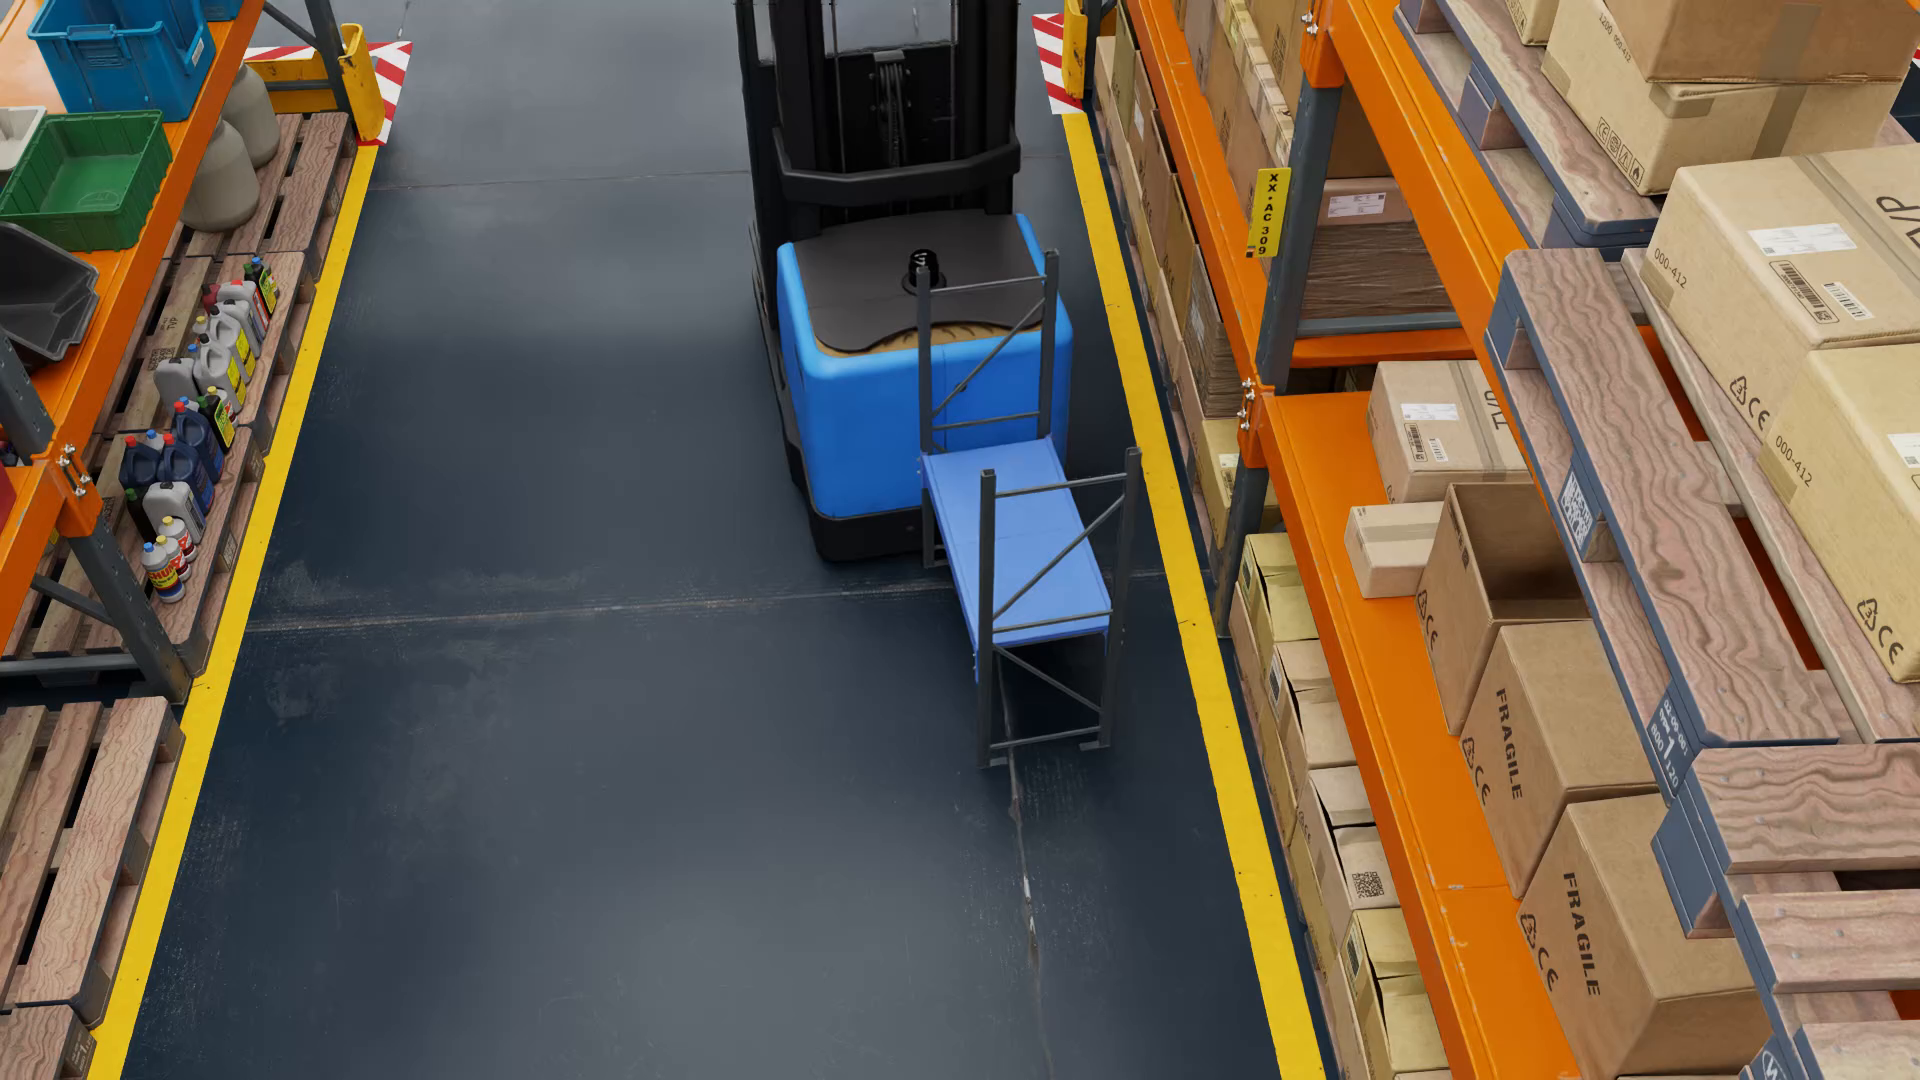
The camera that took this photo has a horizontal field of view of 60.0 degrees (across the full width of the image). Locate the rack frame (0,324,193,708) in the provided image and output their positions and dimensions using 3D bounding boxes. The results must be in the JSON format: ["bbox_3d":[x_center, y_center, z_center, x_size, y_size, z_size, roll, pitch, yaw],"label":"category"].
[{"bbox_3d":[-3.435,-0.416,5.215,1.000,3.000,0.127,-3,47,-3],"label":"rack frame"}]

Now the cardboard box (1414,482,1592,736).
[{"bbox_3d":[1.593,0.189,4.573,0.500,0.500,0.500,0,47,0],"label":"cardboard box"}]

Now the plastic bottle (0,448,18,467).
[{"bbox_3d":[-3.792,-0.244,6.573,0.144,0.351,0.185,-6,47,-5],"label":"plastic bottle"}]

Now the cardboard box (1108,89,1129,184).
[{"bbox_3d":[1.035,-2.045,8.362,0.500,0.250,0.500,-3,47,-3],"label":"cardboard box"}]

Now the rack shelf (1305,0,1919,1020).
[{"bbox_3d":[1.669,-0.052,3.299,1.077,0.370,4.000,-3,47,-3],"label":"rack shelf"}]

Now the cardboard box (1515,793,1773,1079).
[{"bbox_3d":[1.679,0.932,3.869,0.500,0.500,0.500,-6,47,-5],"label":"cardboard box"}]

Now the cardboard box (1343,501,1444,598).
[{"bbox_3d":[1.372,0.025,4.970,0.380,0.149,0.250,-3,47,-3],"label":"cardboard box"}]

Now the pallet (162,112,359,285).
[{"bbox_3d":[-3.654,-1.711,8.362,1.003,0.211,1.213,-3,47,-3],"label":"pallet"}]

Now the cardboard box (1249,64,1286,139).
[{"bbox_3d":[1.222,-1.524,5.749,0.380,0.149,0.250,-5,47,-4],"label":"cardboard box"}]

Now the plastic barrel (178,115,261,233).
[{"bbox_3d":[-3.597,-1.765,7.917,0.421,0.512,0.421,0,47,0],"label":"plastic barrel"}]

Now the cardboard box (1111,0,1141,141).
[{"bbox_3d":[1.033,-2.302,8.089,0.500,0.500,0.500,-3,47,-3],"label":"cardboard box"}]

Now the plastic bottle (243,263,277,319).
[{"bbox_3d":[-3.151,-1.142,7.470,0.061,0.283,0.133,-2,47,-2],"label":"plastic bottle"}]

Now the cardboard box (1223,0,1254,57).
[{"bbox_3d":[1.182,-1.892,6.097,0.380,0.149,0.250,-4,47,-3],"label":"cardboard box"}]

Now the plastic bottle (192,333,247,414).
[{"bbox_3d":[-3.140,-0.710,7.015,0.144,0.351,0.185,-4,47,-4],"label":"plastic bottle"}]

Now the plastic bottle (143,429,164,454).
[{"bbox_3d":[-3.221,-0.336,6.715,0.097,0.271,0.097,0,47,0],"label":"plastic bottle"}]

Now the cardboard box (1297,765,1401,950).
[{"bbox_3d":[1.369,0.945,5.144,0.500,0.311,0.500,-5,47,-5],"label":"cardboard box"}]

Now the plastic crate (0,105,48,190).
[{"bbox_3d":[-3.823,-1.485,6.409,0.530,0.136,0.437,-3,47,-3],"label":"plastic crate"}]

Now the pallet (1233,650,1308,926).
[{"bbox_3d":[1.602,0.775,6.007,1.003,0.211,1.213,-3,47,-3],"label":"pallet"}]

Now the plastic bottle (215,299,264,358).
[{"bbox_3d":[-3.174,-0.939,7.282,0.152,0.276,0.135,-5,47,-4],"label":"plastic bottle"}]

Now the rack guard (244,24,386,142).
[{"bbox_3d":[-3.717,-2.399,8.814,1.175,0.500,0.348,-3,47,-3],"label":"rack guard"}]

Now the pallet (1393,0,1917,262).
[{"bbox_3d":[1.588,-1.043,3.874,0.805,0.209,1.217,-5,47,-5],"label":"pallet"}]

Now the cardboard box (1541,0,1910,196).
[{"bbox_3d":[1.592,-0.995,3.511,0.500,0.250,0.500,-8,47,-7],"label":"cardboard box"}]

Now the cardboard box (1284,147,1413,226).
[{"bbox_3d":[1.265,-1.156,5.400,0.380,0.149,0.250,-4,47,-3],"label":"cardboard box"}]

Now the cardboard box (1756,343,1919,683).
[{"bbox_3d":[1.644,-0.063,2.628,0.500,0.250,0.500,-4,47,-4],"label":"cardboard box"}]

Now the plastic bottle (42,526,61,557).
[{"bbox_3d":[-3.632,-0.114,6.450,0.144,0.351,0.185,-3,47,-3],"label":"plastic bottle"}]

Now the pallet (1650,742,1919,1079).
[{"bbox_3d":[1.690,0.727,2.196,1.213,0.211,1.003,-2,47,-1],"label":"pallet"}]

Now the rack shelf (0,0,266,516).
[{"bbox_3d":[-3.602,-1.616,6.847,1.077,0.370,4.000,-3,47,-3],"label":"rack shelf"}]

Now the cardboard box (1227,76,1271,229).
[{"bbox_3d":[1.407,-1.451,6.126,0.700,0.500,0.500,-4,47,-4],"label":"cardboard box"}]

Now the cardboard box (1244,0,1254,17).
[{"bbox_3d":[1.373,-2.244,5.983,0.700,0.500,0.500,-4,47,-3],"label":"cardboard box"}]

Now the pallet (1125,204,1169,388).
[{"bbox_3d":[1.371,-1.219,7.895,1.003,0.211,1.213,-3,47,-3],"label":"pallet"}]

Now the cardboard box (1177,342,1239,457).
[{"bbox_3d":[1.213,-0.598,6.992,0.500,0.250,0.500,-3,47,-3],"label":"cardboard box"}]

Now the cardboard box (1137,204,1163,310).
[{"bbox_3d":[1.114,-1.321,7.676,0.500,0.250,0.500,-3,47,-3],"label":"cardboard box"}]

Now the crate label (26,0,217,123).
[{"bbox_3d":[-3.346,-2.007,6.697,0.502,0.435,0.616,-3,47,-3],"label":"crate label"}]

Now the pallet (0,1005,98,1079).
[{"bbox_3d":[-3.225,1.993,4.854,1.003,0.211,1.213,-3,47,-3],"label":"pallet"}]

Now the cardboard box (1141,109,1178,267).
[{"bbox_3d":[1.113,-1.579,7.404,0.500,0.500,0.500,-3,47,-3],"label":"cardboard box"}]

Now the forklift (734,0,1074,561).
[{"bbox_3d":[-0.368,-2.012,6.774,1.130,2.935,3.031,-9,47,-8],"label":"forklift"}]

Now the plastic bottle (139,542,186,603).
[{"bbox_3d":[-3.025,0.113,6.289,0.097,0.271,0.097,0,47,0],"label":"plastic bottle"}]

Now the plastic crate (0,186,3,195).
[{"bbox_3d":[-3.798,-1.149,6.012,0.499,0.251,0.616,-3,47,-3],"label":"plastic crate"}]

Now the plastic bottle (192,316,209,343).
[{"bbox_3d":[-3.297,-0.892,7.290,0.097,0.201,0.097,0,47,0],"label":"plastic bottle"}]

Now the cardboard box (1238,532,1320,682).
[{"bbox_3d":[1.288,0.208,5.842,0.500,0.311,0.500,-3,47,-3],"label":"cardboard box"}]

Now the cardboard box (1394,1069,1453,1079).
[{"bbox_3d":[1.457,1.683,4.445,0.500,0.311,0.500,-4,47,-4],"label":"cardboard box"}]

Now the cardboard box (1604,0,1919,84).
[{"bbox_3d":[1.584,-1.238,3.224,0.500,0.500,0.500,1,47,1],"label":"cardboard box"}]

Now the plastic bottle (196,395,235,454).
[{"bbox_3d":[-3.077,-0.501,6.863,0.061,0.283,0.133,-2,47,-2],"label":"plastic bottle"}]

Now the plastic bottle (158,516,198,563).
[{"bbox_3d":[-3.042,-0.010,6.454,0.097,0.201,0.097,0,47,0],"label":"plastic bottle"}]

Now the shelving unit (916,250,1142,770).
[{"bbox_3d":[0.203,-0.084,5.933,0.538,1.500,1.048,-9,47,-8],"label":"shelving unit"}]

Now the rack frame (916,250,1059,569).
[{"bbox_3d":[0.097,-0.445,6.275,0.500,1.500,0.032,-9,47,-8],"label":"rack frame"}]

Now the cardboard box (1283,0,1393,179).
[{"bbox_3d":[1.458,-1.516,5.294,0.700,0.500,0.500,-3,47,-3],"label":"cardboard box"}]

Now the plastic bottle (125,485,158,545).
[{"bbox_3d":[-3.185,-0.116,6.498,0.061,0.283,0.133,-3,47,-3],"label":"plastic bottle"}]

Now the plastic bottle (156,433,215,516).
[{"bbox_3d":[-3.089,-0.266,6.594,0.144,0.351,0.185,-2,47,-2],"label":"plastic bottle"}]

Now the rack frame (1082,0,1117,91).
[{"bbox_3d":[1.166,-3.609,8.238,1.000,3.000,0.127,-3,47,-3],"label":"rack frame"}]

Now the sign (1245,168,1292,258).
[{"bbox_3d":[0.948,-1.005,5.121,0.100,0.325,0.005,-3,47,-3],"label":"sign"}]

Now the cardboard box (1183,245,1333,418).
[{"bbox_3d":[1.214,-0.856,6.720,0.500,0.500,0.500,-3,47,-3],"label":"cardboard box"}]

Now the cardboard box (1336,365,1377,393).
[{"bbox_3d":[1.775,-0.526,6.407,0.500,0.500,0.500,-3,47,-3],"label":"cardboard box"}]

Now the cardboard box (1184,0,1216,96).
[{"bbox_3d":[1.325,-2.185,6.821,0.700,0.500,0.500,-2,47,-2],"label":"cardboard box"}]

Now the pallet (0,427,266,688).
[{"bbox_3d":[-3.450,0.054,6.690,1.003,0.211,1.213,-3,47,-3],"label":"pallet"}]

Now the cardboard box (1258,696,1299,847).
[{"bbox_3d":[1.330,0.763,5.702,0.500,0.250,0.500,-2,47,-2],"label":"cardboard box"}]

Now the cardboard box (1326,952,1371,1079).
[{"bbox_3d":[1.417,1.506,4.999,0.500,0.250,0.500,-3,47,-3],"label":"cardboard box"}]

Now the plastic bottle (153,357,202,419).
[{"bbox_3d":[-3.286,-0.657,7.016,0.152,0.276,0.135,-3,47,-3],"label":"plastic bottle"}]

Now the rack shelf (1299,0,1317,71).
[{"bbox_3d":[1.334,-2.946,6.040,1.077,0.370,4.000,-3,47,-3],"label":"rack shelf"}]
